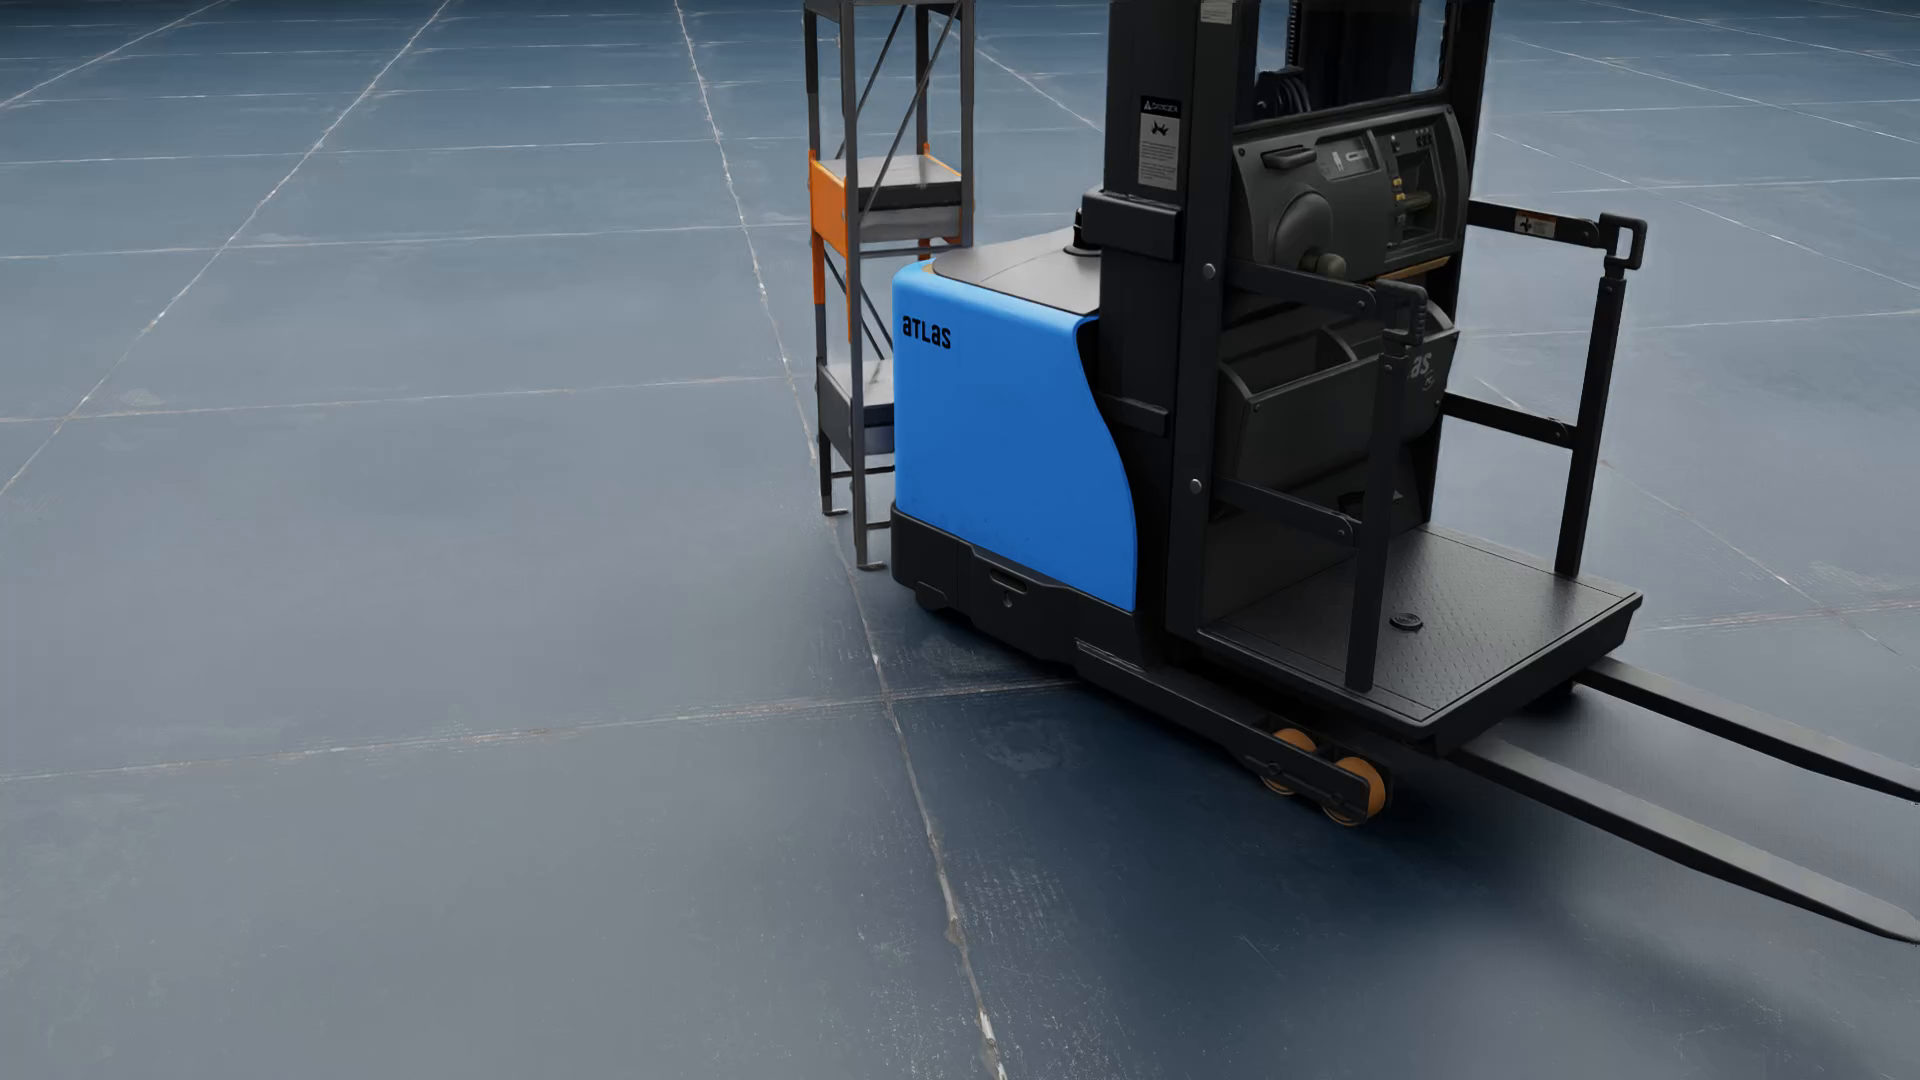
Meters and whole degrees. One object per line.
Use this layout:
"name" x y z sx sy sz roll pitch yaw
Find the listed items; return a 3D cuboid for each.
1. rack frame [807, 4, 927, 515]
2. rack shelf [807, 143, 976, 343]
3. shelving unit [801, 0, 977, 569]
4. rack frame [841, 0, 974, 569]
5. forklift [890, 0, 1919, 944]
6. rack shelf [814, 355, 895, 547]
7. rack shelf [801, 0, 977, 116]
"rack frame" -0.302 -1.078 5.594 0.400 2.100 0.015 -7 25 -16
"rack shelf" -0.227 -0.972 5.387 0.431 0.518 0.480 -7 25 -16
"shelving unit" -0.227 -0.985 5.381 0.431 2.100 0.503 -7 25 -16
"rack frame" -0.152 -0.892 5.168 0.400 2.100 0.015 -7 25 -16
"forklift" 1.148 -0.866 4.070 1.130 2.935 3.031 -20 31 -38
"rack shelf" -0.227 -0.331 5.667 0.431 0.518 0.480 -7 25 -16
"rack shelf" -0.227 -1.614 5.106 0.431 0.518 0.480 -7 25 -16
